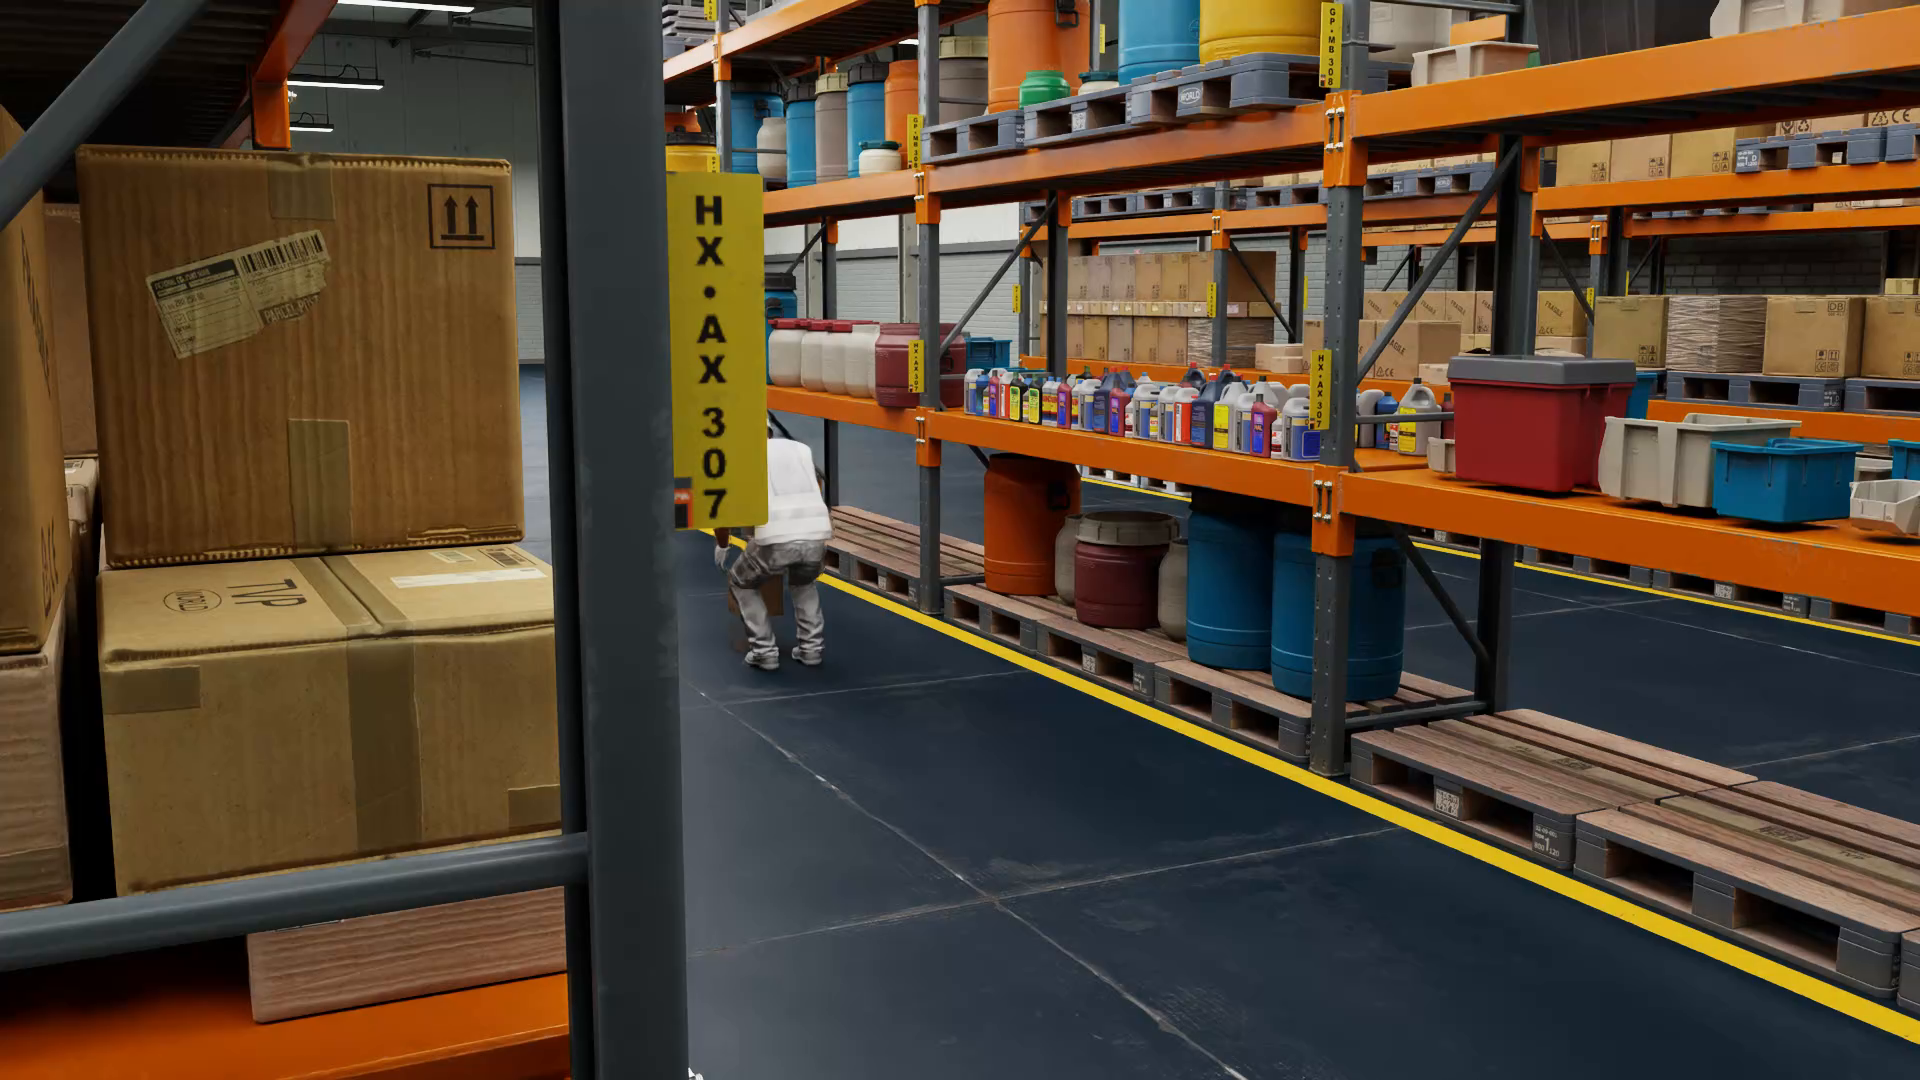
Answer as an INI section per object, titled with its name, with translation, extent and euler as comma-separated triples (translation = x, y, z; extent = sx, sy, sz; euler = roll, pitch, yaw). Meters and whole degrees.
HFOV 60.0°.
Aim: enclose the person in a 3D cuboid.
[person]
translation = -1.036, -0.030, 9.160
extent = 0.610, 1.327, 0.787
euler = -4, 9, -26
